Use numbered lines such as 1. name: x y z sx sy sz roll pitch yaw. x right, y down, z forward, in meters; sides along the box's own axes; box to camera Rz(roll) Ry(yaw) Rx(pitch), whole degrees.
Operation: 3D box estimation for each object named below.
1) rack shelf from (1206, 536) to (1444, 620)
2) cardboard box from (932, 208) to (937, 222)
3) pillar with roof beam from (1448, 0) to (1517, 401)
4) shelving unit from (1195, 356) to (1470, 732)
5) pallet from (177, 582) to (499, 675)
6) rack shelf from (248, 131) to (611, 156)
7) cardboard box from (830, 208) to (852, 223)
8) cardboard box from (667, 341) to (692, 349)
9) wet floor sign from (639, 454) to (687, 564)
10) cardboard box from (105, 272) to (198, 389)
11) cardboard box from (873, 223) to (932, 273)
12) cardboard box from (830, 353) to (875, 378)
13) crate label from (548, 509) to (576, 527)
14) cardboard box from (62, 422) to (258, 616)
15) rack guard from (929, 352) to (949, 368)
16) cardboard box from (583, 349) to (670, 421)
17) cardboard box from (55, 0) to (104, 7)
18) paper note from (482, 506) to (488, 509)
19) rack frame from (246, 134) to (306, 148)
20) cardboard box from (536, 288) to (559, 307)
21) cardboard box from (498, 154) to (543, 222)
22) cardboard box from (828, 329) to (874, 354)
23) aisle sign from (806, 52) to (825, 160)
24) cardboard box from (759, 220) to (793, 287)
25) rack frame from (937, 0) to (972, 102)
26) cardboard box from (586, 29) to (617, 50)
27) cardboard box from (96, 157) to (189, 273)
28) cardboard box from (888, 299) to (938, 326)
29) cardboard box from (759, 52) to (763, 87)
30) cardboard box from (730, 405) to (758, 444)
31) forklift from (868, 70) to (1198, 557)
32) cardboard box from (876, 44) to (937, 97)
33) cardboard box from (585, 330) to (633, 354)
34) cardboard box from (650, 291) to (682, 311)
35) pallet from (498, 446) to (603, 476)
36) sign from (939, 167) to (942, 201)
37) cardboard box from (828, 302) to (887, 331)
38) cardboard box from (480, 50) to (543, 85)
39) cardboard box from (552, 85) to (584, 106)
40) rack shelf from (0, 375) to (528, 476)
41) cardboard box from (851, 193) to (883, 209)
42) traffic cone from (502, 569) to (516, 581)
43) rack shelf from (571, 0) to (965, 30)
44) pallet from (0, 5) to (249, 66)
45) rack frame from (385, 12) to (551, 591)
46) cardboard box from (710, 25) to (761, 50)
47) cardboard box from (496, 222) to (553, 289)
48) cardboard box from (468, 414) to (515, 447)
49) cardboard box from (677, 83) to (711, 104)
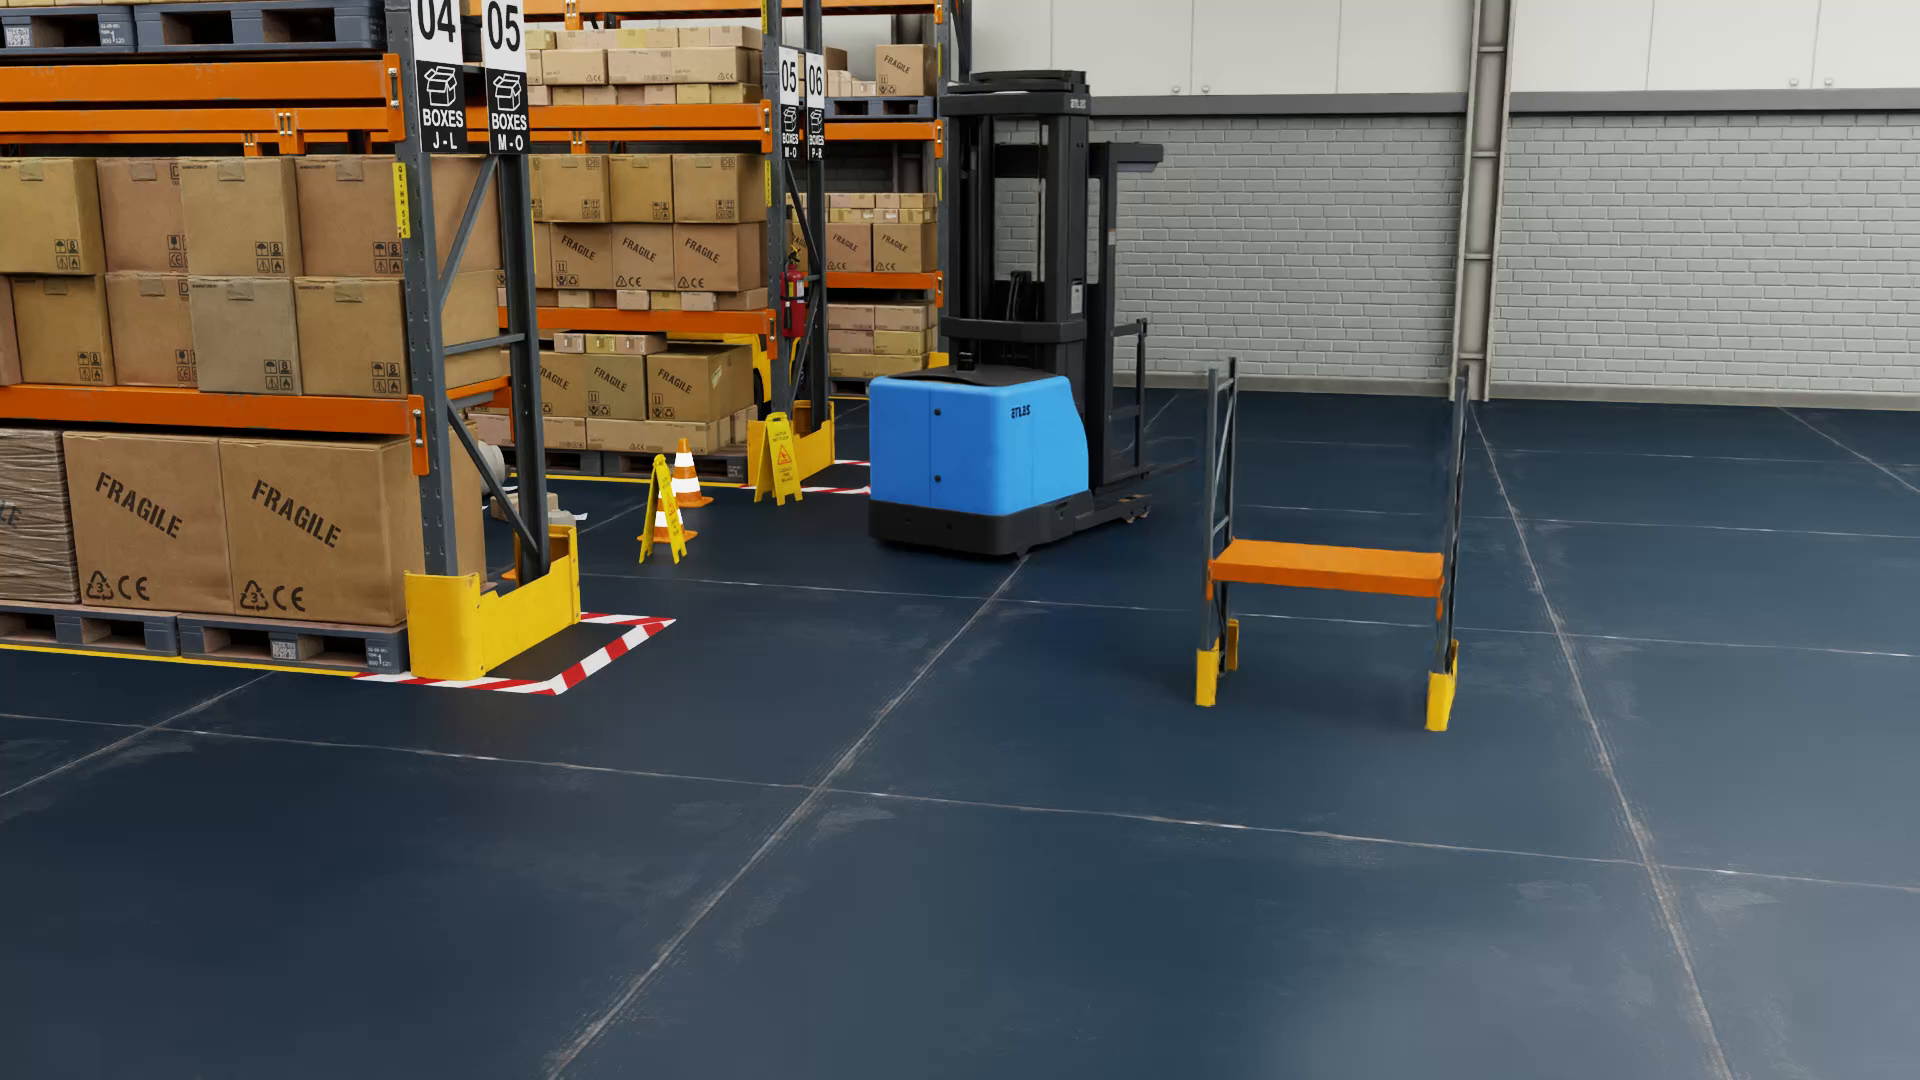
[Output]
1. rack shelf: 1.644 0.159 7.386 1.000 0.185 0.538 4 13 19
2. cardboard box: -0.320 -3.463 17.688 0.250 0.149 0.380 3 13 12
3. pillar with roof beam: 4.281 -4.963 12.327 0.400 9.000 9.100 3 13 14
4. shelving unit: 1.652 -0.016 7.344 1.083 1.500 0.587 4 13 19
5. pallet: -3.122 0.401 8.438 1.213 0.211 1.003 3 13 14
6. rack shelf: -5.878 -4.450 18.600 4.000 0.370 1.077 3 13 14
7. cardboard box: -1.187 -3.398 17.397 0.250 0.149 0.380 3 13 13
8. cardboard box: -2.487 -1.337 13.483 0.500 0.500 0.500 3 13 11
9. wet floor sign: -1.824 -0.201 10.148 0.232 0.644 0.267 1 13 4
10. cardboard box: -3.750 -1.097 8.409 0.550 0.550 0.875 3 13 14
11. cardboard box: -0.594 -3.044 17.299 0.500 0.500 0.500 3 13 12
12. cardboard box: -1.065 -1.874 17.632 0.500 0.250 0.500 3 13 14
13. crate label: -2.679 -0.111 10.920 0.298 0.136 0.250 -4 13 -16
14. cardboard box: -3.856 -0.169 8.507 0.875 0.875 0.875 3 13 13
15. rack guard: -0.030 -1.804 17.709 0.348 0.500 1.175 3 13 14
16. cardboard box: -2.586 -1.223 12.969 0.500 0.500 0.500 4 13 16
17. cardboard box: -3.964 -2.543 7.723 0.250 0.149 0.380 3 13 14
18. paper note: -3.422 -0.232 11.736 0.142 0.019 0.148 8 15 33
19. rack frame: -7.820 -3.440 19.315 0.127 3.000 1.000 3 13 14
20. cardboard box: -3.132 -1.916 13.026 0.250 0.149 0.380 3 13 14
21. cardboard box: -3.247 -2.732 12.895 0.500 0.500 0.700 3 13 13
22. cardboard box: -1.085 -2.120 17.587 0.500 0.250 0.500 3 13 13
23. aisle sign: -1.104 -3.312 12.736 0.004 0.787 0.394 3 13 14
24. cardboard box: -1.632 -2.258 13.069 0.500 0.500 0.500 3 13 13
25. rack frame: -0.053 -5.954 16.794 0.127 3.000 1.000 3 13 14
26. cardboard box: -2.601 -3.737 12.465 0.250 0.149 0.380 3 13 14
27. cardboard box: -3.745 -1.630 8.314 0.550 0.550 0.875 3 13 14
28. cardboard box: -0.474 -2.441 17.880 0.500 0.250 0.500 3 13 13
29. cardboard box: -1.663 -3.600 12.768 0.500 0.250 0.500 3 13 13
30. cardboard box: -1.956 -0.944 13.442 0.500 0.250 0.500 3 13 13
31. forklift: 0.660 -1.595 11.157 1.130 2.935 3.031 8 15 33
32. cardboard box: -0.541 -4.764 16.924 0.500 0.500 0.500 3 13 15
33. cardboard box: -2.695 -1.532 12.863 0.250 0.149 0.380 3 13 14
34. cardboard box: -2.169 -1.841 12.685 0.250 0.149 0.380 3 13 13
35. pallet: -3.274 -0.737 13.569 1.213 0.211 1.003 3 13 14
36. sign: -0.197 -3.593 16.782 0.005 0.325 0.100 3 13 14
37. cardboard box: -1.072 -2.360 17.514 0.500 0.250 0.500 3 13 15
38. cardboard box: -3.284 -3.566 12.613 0.500 0.250 0.500 3 13 14
39. cardboard box: -2.889 -3.355 12.585 0.250 0.149 0.380 3 13 12
40. rack shelf: -4.268 -0.688 8.569 4.000 0.370 1.077 3 13 14
41. cardboard box: -0.959 -3.524 17.278 0.250 0.149 0.380 3 13 15
42. traffic cone: -2.502 -0.023 9.768 0.334 0.463 0.336 3 13 14
43. rack shelf: -1.995 -5.511 17.383 4.000 0.370 1.077 3 13 14
44. pallet: -4.237 -2.455 8.155 1.213 0.211 1.003 3 13 14
45. rack frame: -2.327 -0.935 8.023 0.127 3.000 1.000 3 13 14
46. cardboard box: -1.638 -3.668 12.154 0.250 0.149 0.380 3 13 14
47. cardboard box: -3.289 -2.229 12.939 0.500 0.500 0.500 3 13 14
48. cardboard box: -3.577 -0.912 13.297 0.500 0.250 0.500 3 13 13
49. cardboard box: -1.901 -3.289 12.286 0.250 0.149 0.380 3 13 14
